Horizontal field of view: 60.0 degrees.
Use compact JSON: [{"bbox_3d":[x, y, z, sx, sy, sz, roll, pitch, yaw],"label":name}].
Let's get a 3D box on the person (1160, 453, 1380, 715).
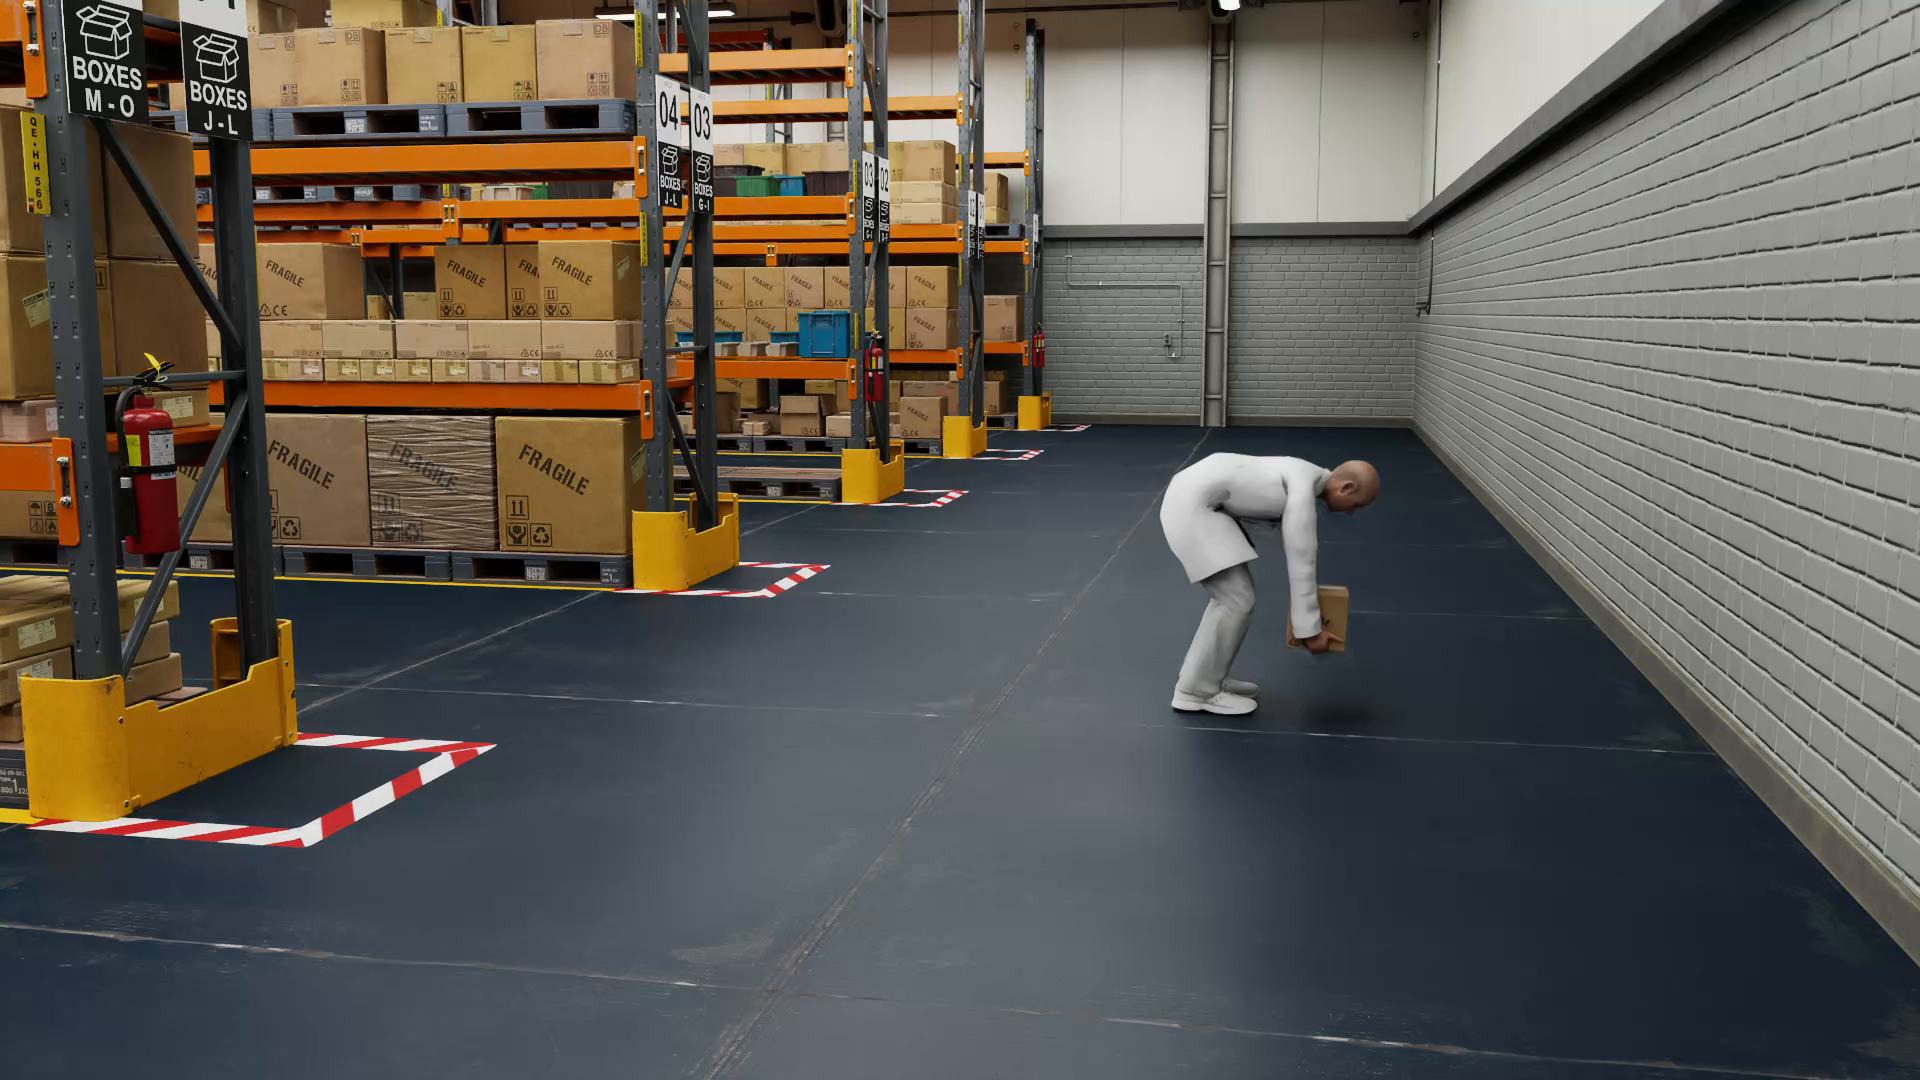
[{"bbox_3d":[1.359,0.185,7.369,0.948,1.140,0.568,1,8,9],"label":"person"}]
